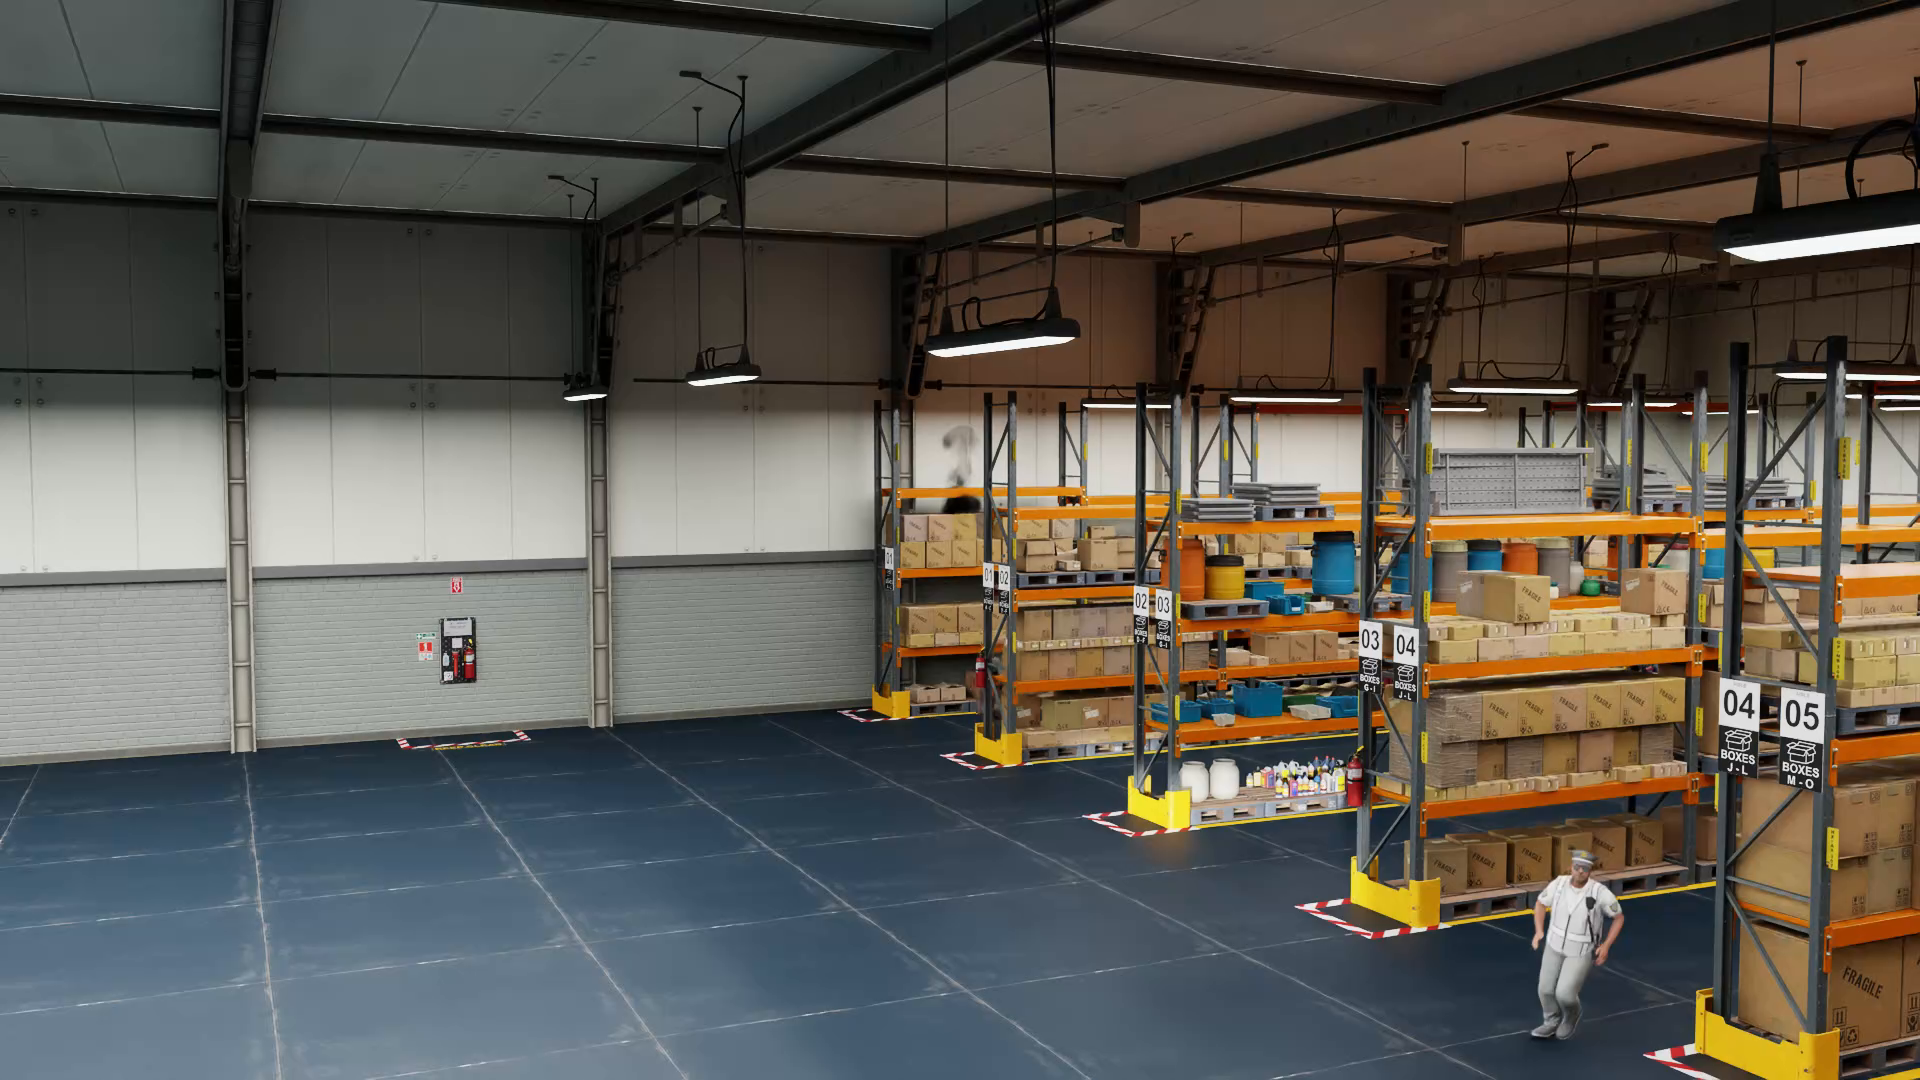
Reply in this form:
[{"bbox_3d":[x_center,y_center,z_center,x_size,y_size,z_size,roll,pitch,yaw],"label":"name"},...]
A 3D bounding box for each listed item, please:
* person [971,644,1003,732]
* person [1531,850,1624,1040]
[{"bbox_3d":[0.531,2.595,29.193,0.607,1.623,0.658,-2,4,-32],"label":"person"},{"bbox_3d":[5.218,3.473,14.181,0.715,1.706,0.524,3,5,43],"label":"person"}]
